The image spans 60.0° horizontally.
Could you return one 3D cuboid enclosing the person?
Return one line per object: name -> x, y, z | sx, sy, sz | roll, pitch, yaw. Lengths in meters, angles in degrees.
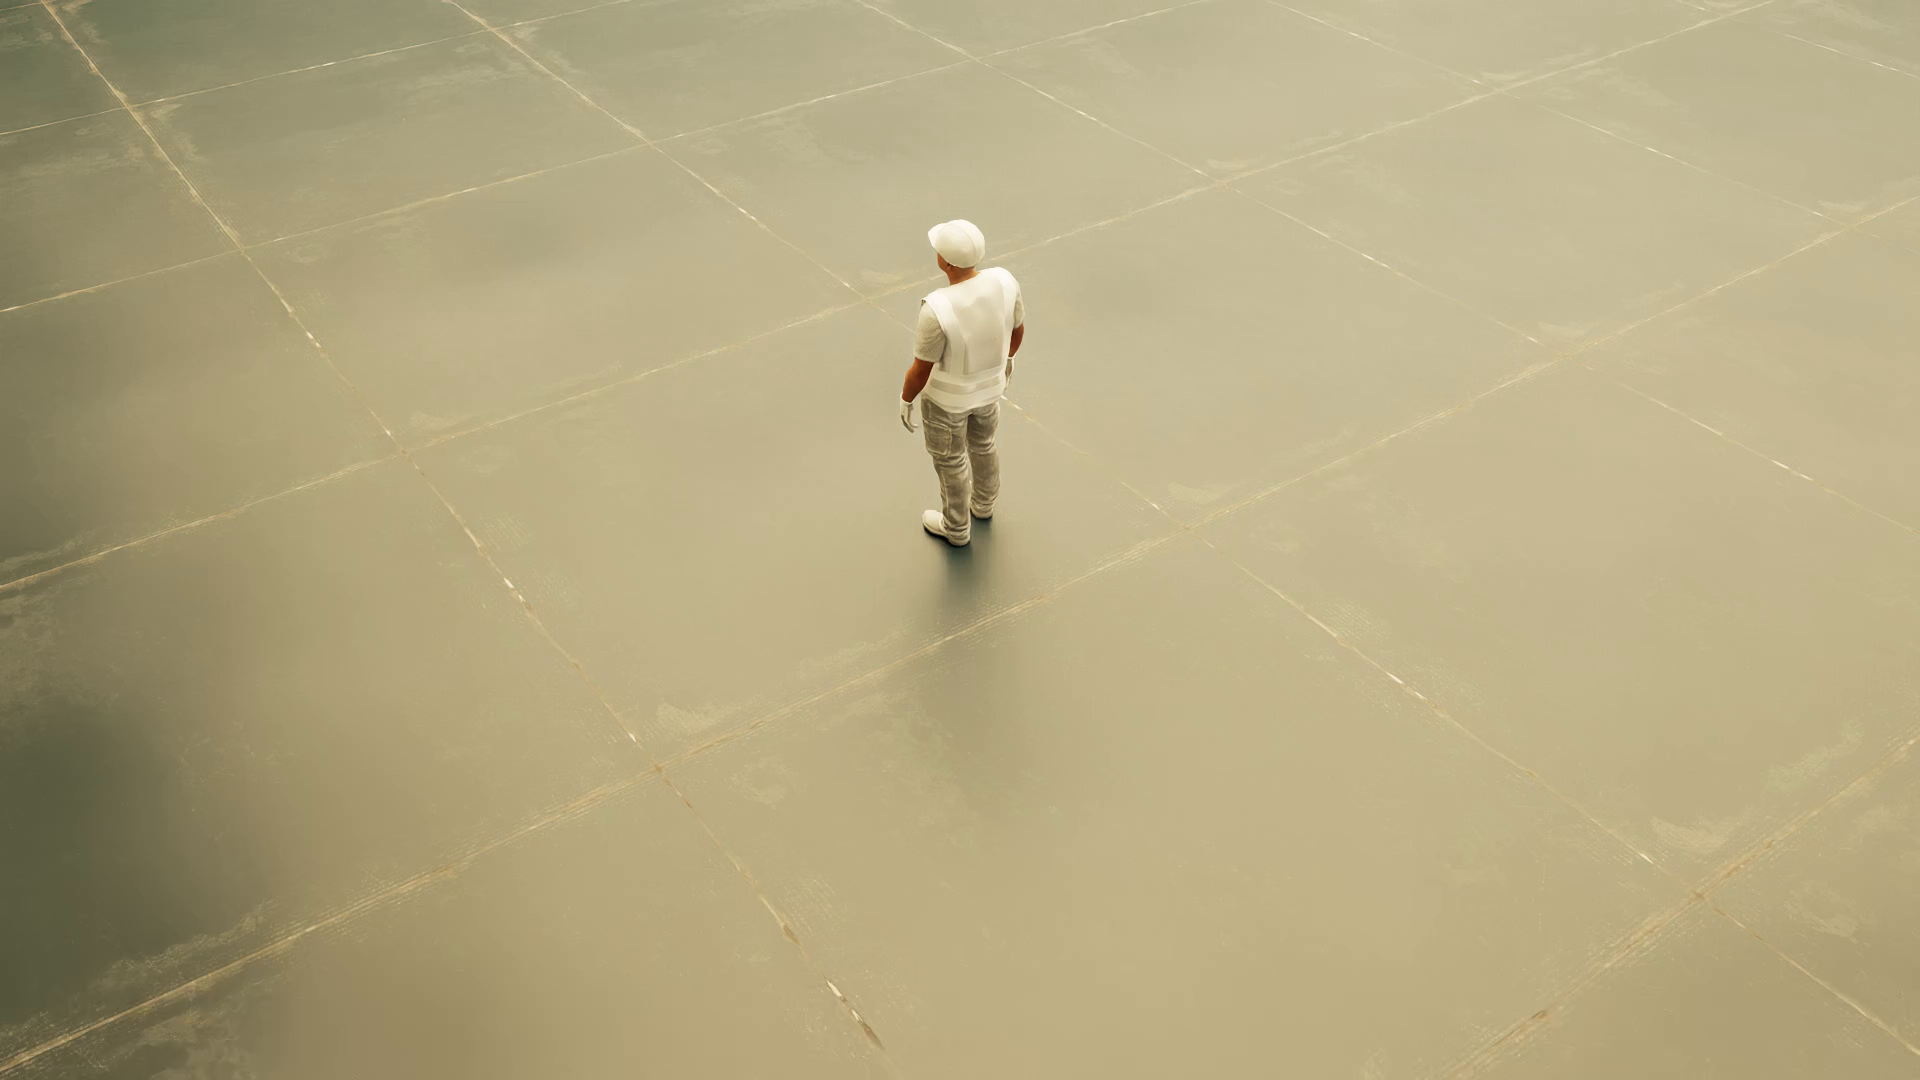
person -> -0.034, -0.761, 7.927 | 0.656, 1.782, 0.577 | -23, 42, -28
